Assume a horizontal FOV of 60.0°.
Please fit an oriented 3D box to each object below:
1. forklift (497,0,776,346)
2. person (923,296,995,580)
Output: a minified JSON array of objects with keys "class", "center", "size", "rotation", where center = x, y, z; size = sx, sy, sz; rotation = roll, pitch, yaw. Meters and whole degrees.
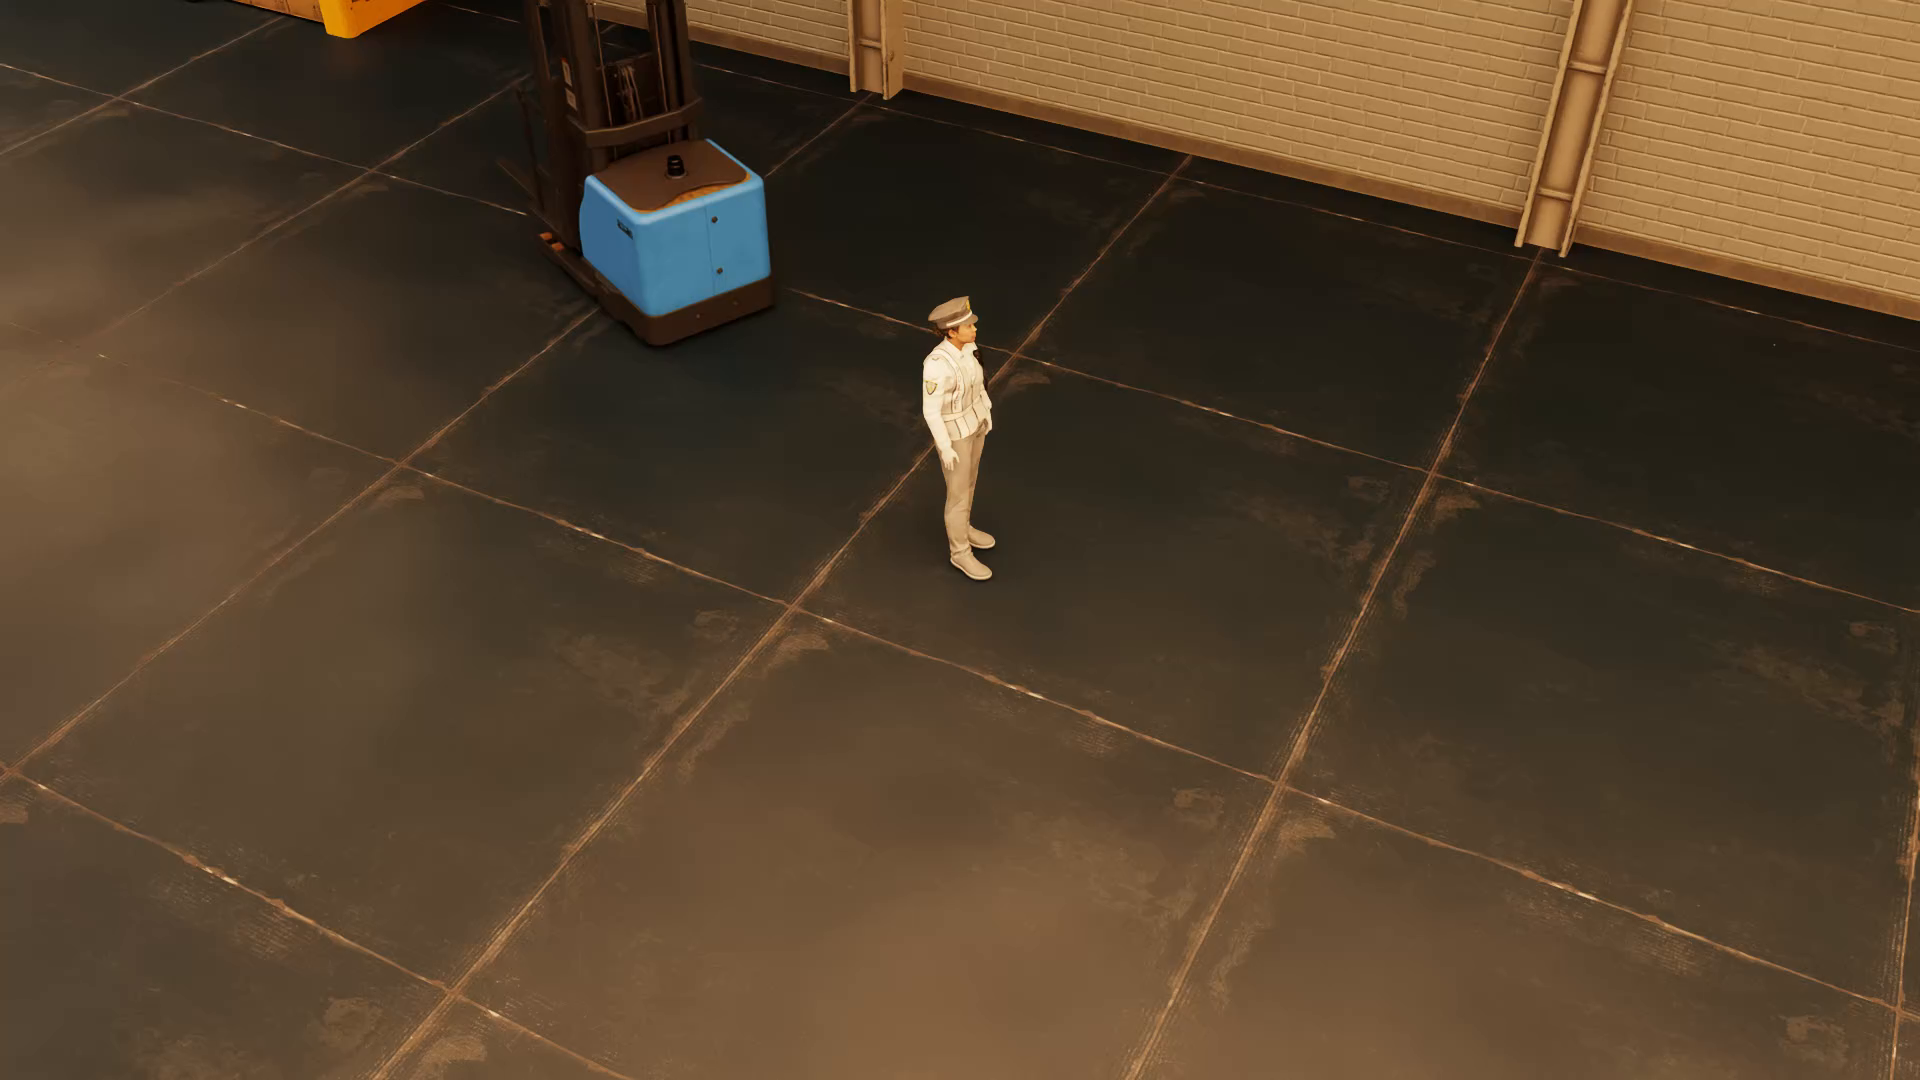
[{"class":"forklift","center":[-2.631,-3.402,12.026],"size":[1.130,2.935,3.031],"rotation":[-25,46,-27]},{"class":"person","center":[0.058,-0.629,9.682],"size":[0.530,1.694,0.586],"rotation":[18,43,21]}]
